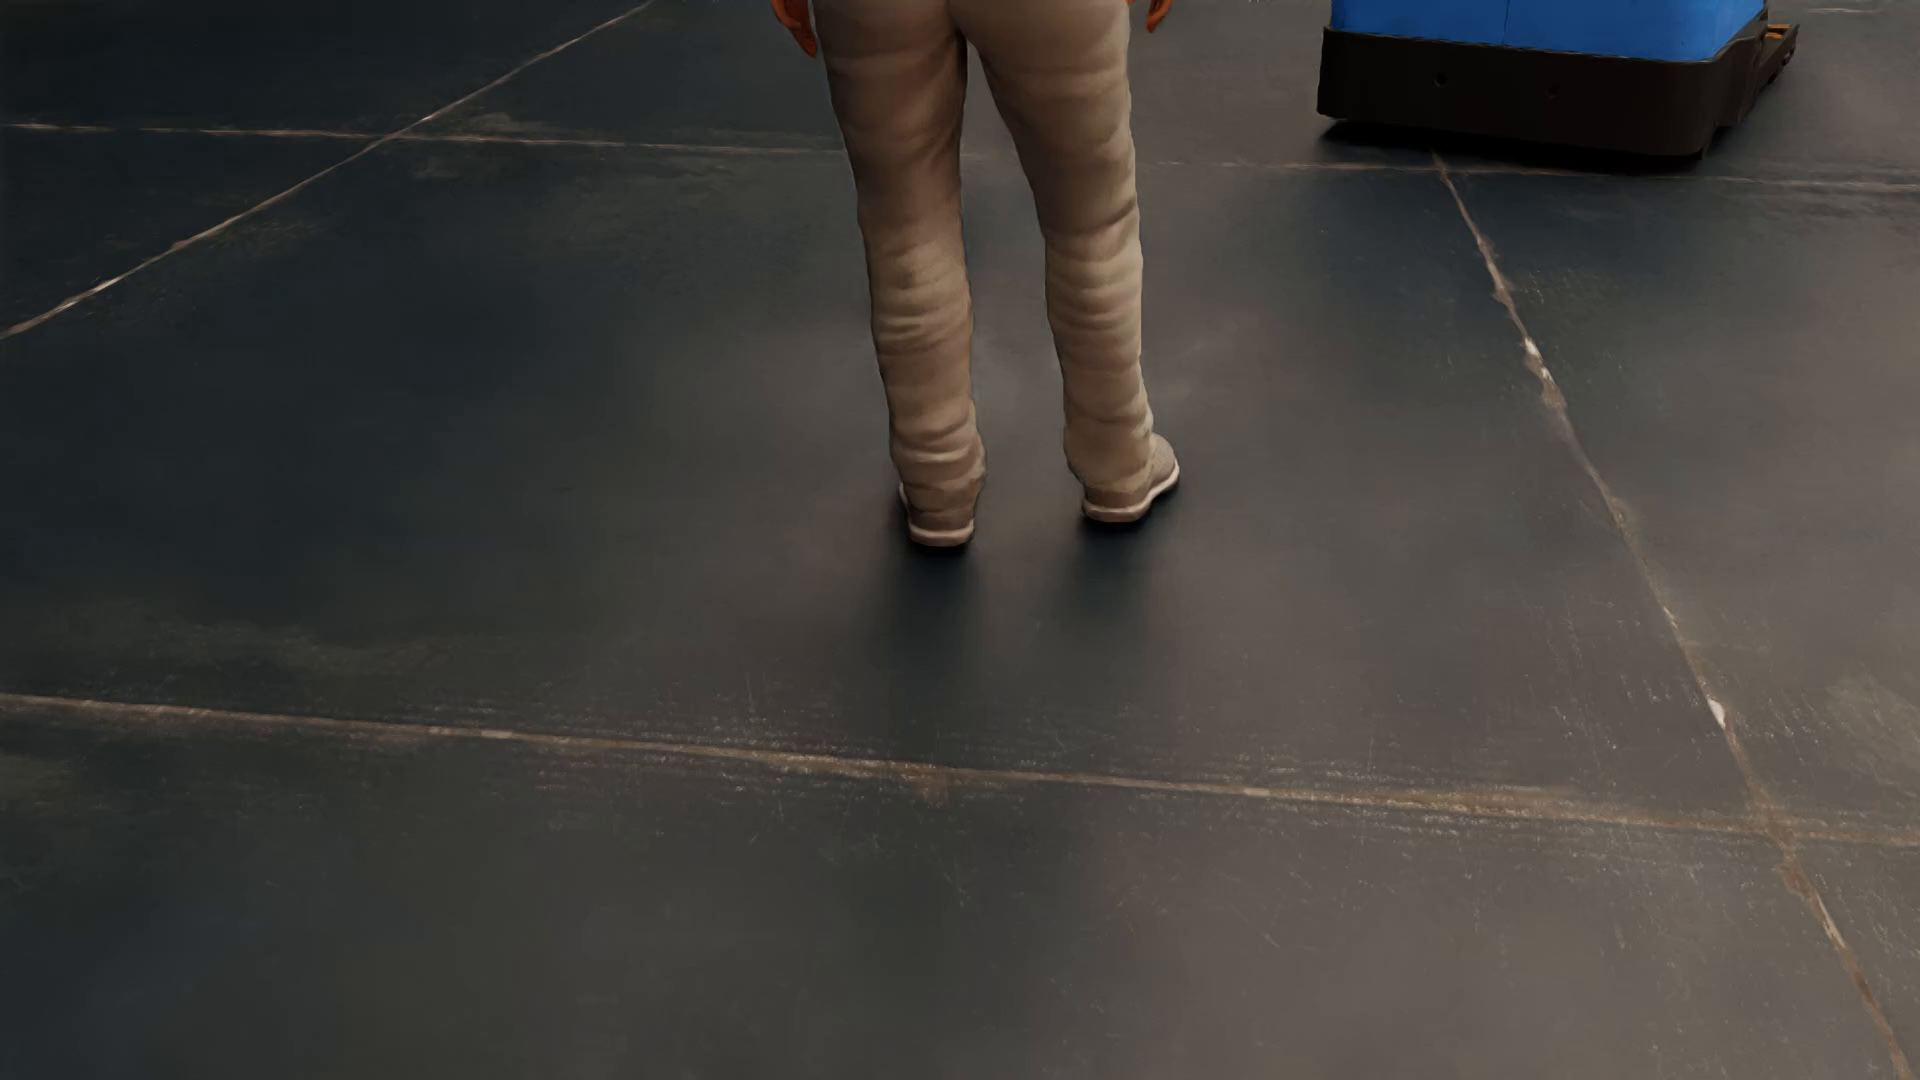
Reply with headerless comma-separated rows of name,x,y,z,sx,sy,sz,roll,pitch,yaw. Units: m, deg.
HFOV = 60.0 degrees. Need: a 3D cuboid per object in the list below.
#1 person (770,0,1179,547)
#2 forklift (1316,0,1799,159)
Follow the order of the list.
person,0.033,-0.785,2.190,0.598,1.669,0.529,3,27,7
forklift,2.224,-2.936,5.103,1.130,2.935,3.031,15,30,27
